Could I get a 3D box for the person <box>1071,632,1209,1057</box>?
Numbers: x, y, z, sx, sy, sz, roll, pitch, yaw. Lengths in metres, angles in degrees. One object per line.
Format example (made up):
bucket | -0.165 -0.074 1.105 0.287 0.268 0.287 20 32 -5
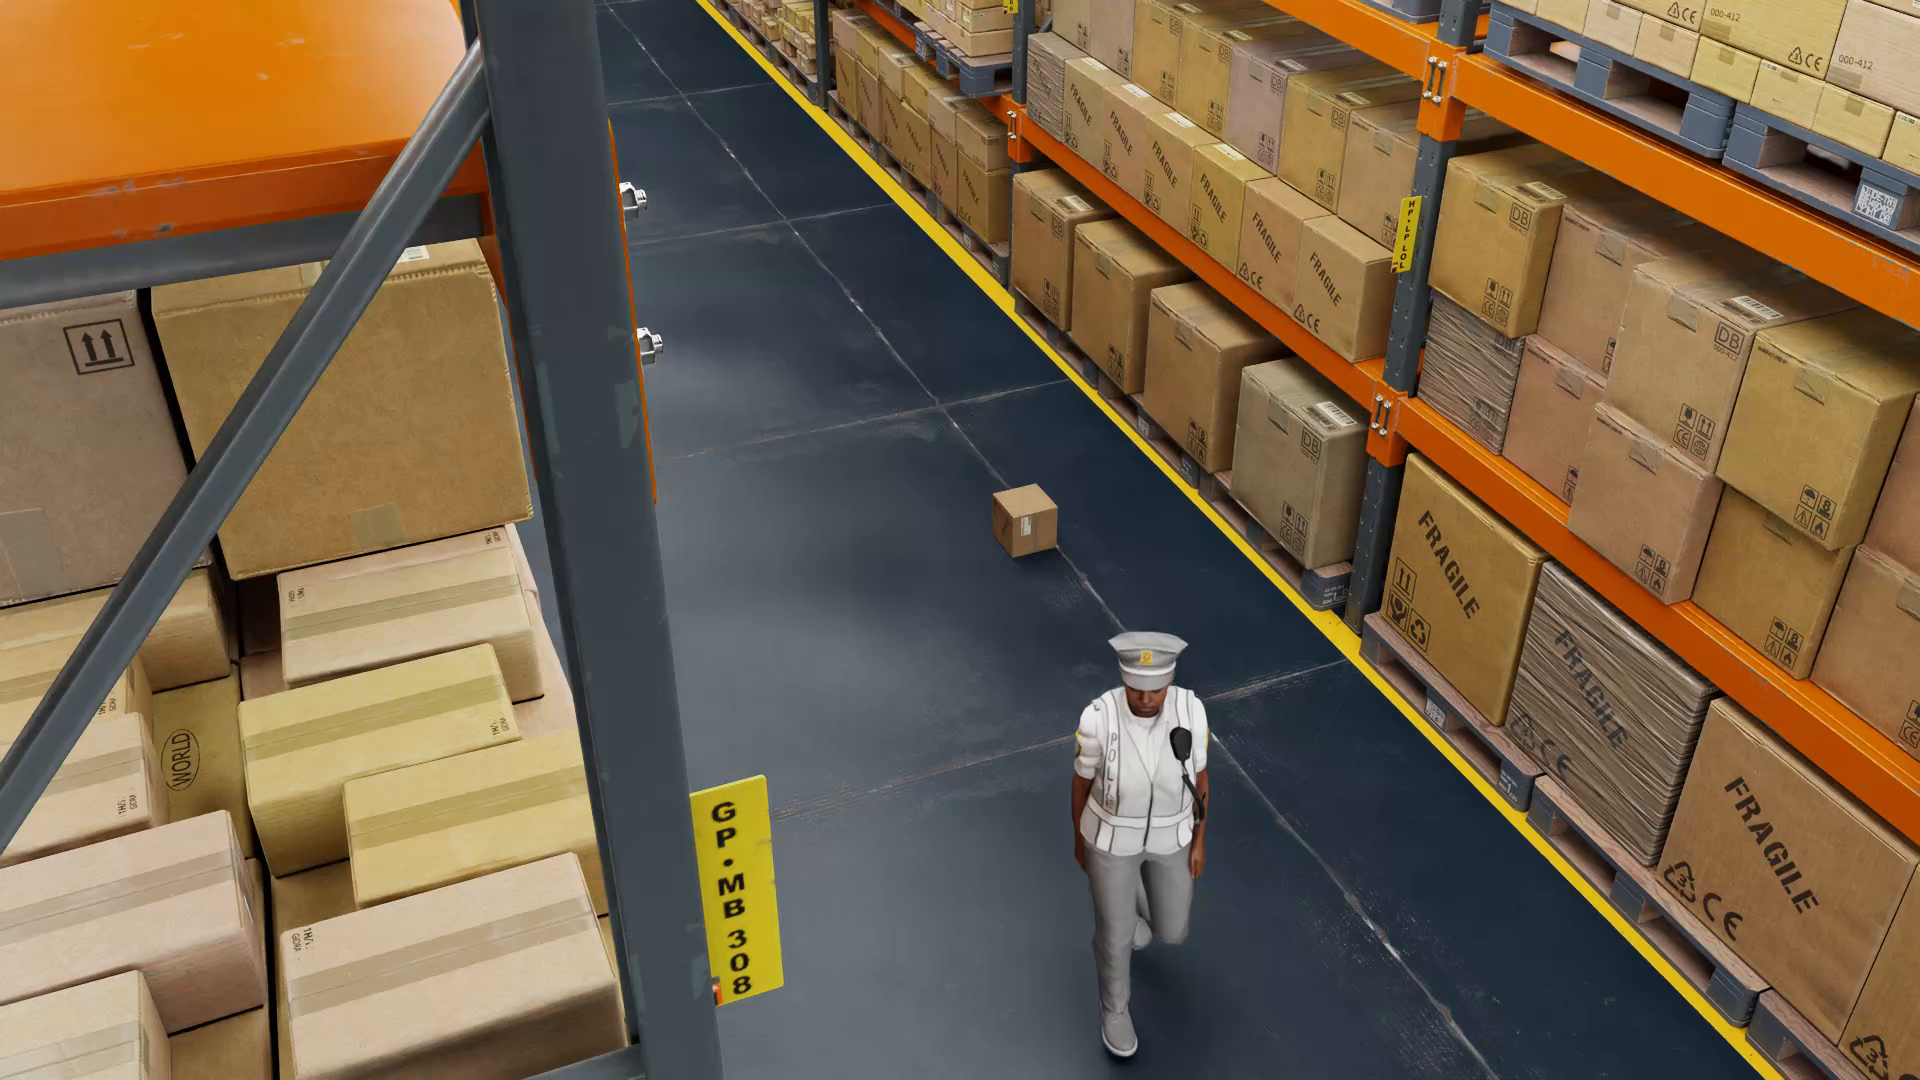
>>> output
person | 0.596 0.956 5.645 0.460 1.672 0.628 -3 34 -4
